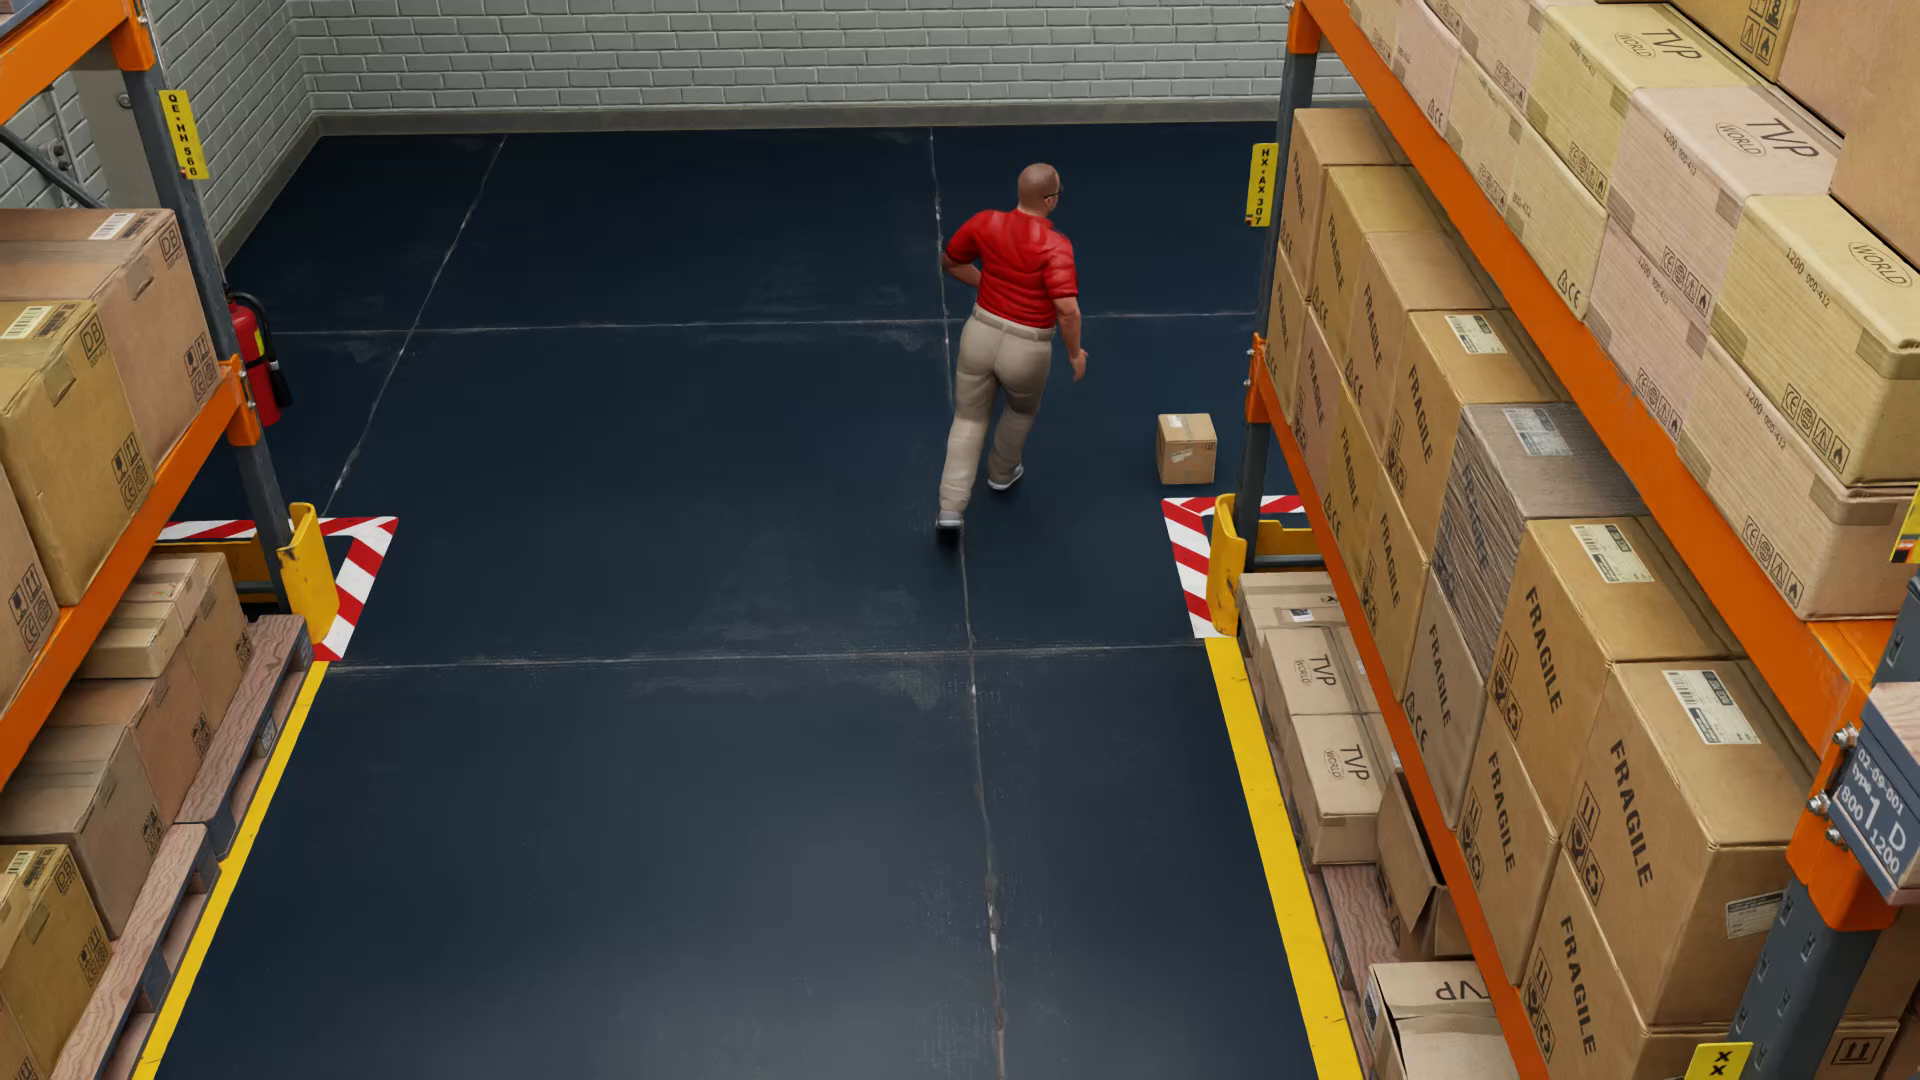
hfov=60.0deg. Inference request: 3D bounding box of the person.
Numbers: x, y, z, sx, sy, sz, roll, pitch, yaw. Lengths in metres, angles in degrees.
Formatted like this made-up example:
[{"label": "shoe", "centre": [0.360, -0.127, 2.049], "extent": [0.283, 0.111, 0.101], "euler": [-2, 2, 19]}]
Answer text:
[{"label": "person", "centre": [0.220, -0.817, 7.339], "extent": [0.702, 1.714, 0.896], "euler": [13, 37, 17]}]
